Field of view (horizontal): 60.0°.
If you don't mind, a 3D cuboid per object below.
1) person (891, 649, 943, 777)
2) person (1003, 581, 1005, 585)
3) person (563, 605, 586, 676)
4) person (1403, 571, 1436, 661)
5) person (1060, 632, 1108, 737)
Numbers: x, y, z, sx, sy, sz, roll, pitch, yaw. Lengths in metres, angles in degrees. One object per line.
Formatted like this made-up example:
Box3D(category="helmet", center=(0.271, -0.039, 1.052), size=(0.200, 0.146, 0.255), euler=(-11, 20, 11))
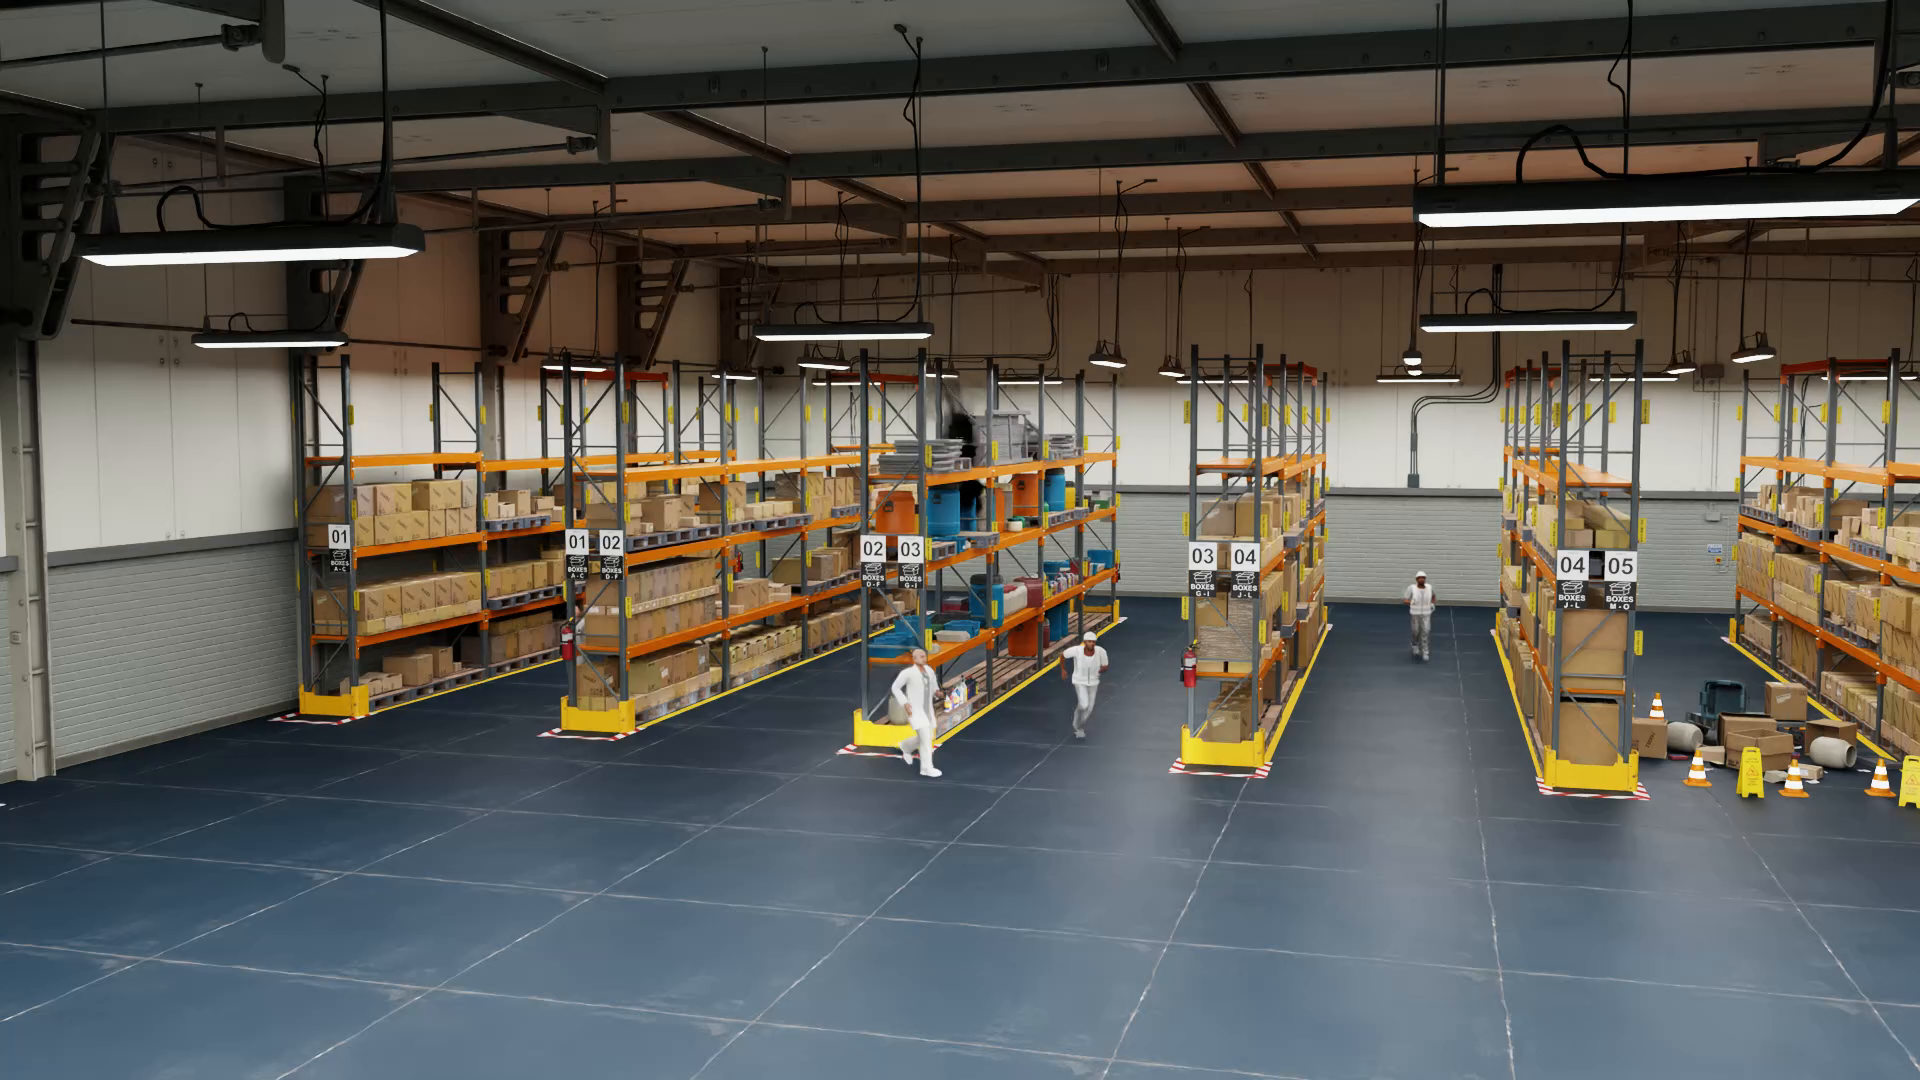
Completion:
Box3D(category="person", center=(-0.592, 2.384, 23.153), size=(0.711, 1.750, 0.884), euler=(-4, 6, -44))
Box3D(category="person", center=(0.764, 1.439, 37.201), size=(0.618, 1.627, 0.616), euler=(1, 4, 14))
Box3D(category="person", center=(-6.802, 1.968, 29.604), size=(0.573, 1.628, 0.758), euler=(0, 4, 3))
Box3D(category="person", center=(9.420, 1.528, 34.041), size=(0.684, 1.771, 0.969), euler=(0, 4, 6))
Box3D(category="person", center=(1.941, 2.236, 25.634), size=(0.684, 1.680, 0.777), euler=(-1, 4, -16))
